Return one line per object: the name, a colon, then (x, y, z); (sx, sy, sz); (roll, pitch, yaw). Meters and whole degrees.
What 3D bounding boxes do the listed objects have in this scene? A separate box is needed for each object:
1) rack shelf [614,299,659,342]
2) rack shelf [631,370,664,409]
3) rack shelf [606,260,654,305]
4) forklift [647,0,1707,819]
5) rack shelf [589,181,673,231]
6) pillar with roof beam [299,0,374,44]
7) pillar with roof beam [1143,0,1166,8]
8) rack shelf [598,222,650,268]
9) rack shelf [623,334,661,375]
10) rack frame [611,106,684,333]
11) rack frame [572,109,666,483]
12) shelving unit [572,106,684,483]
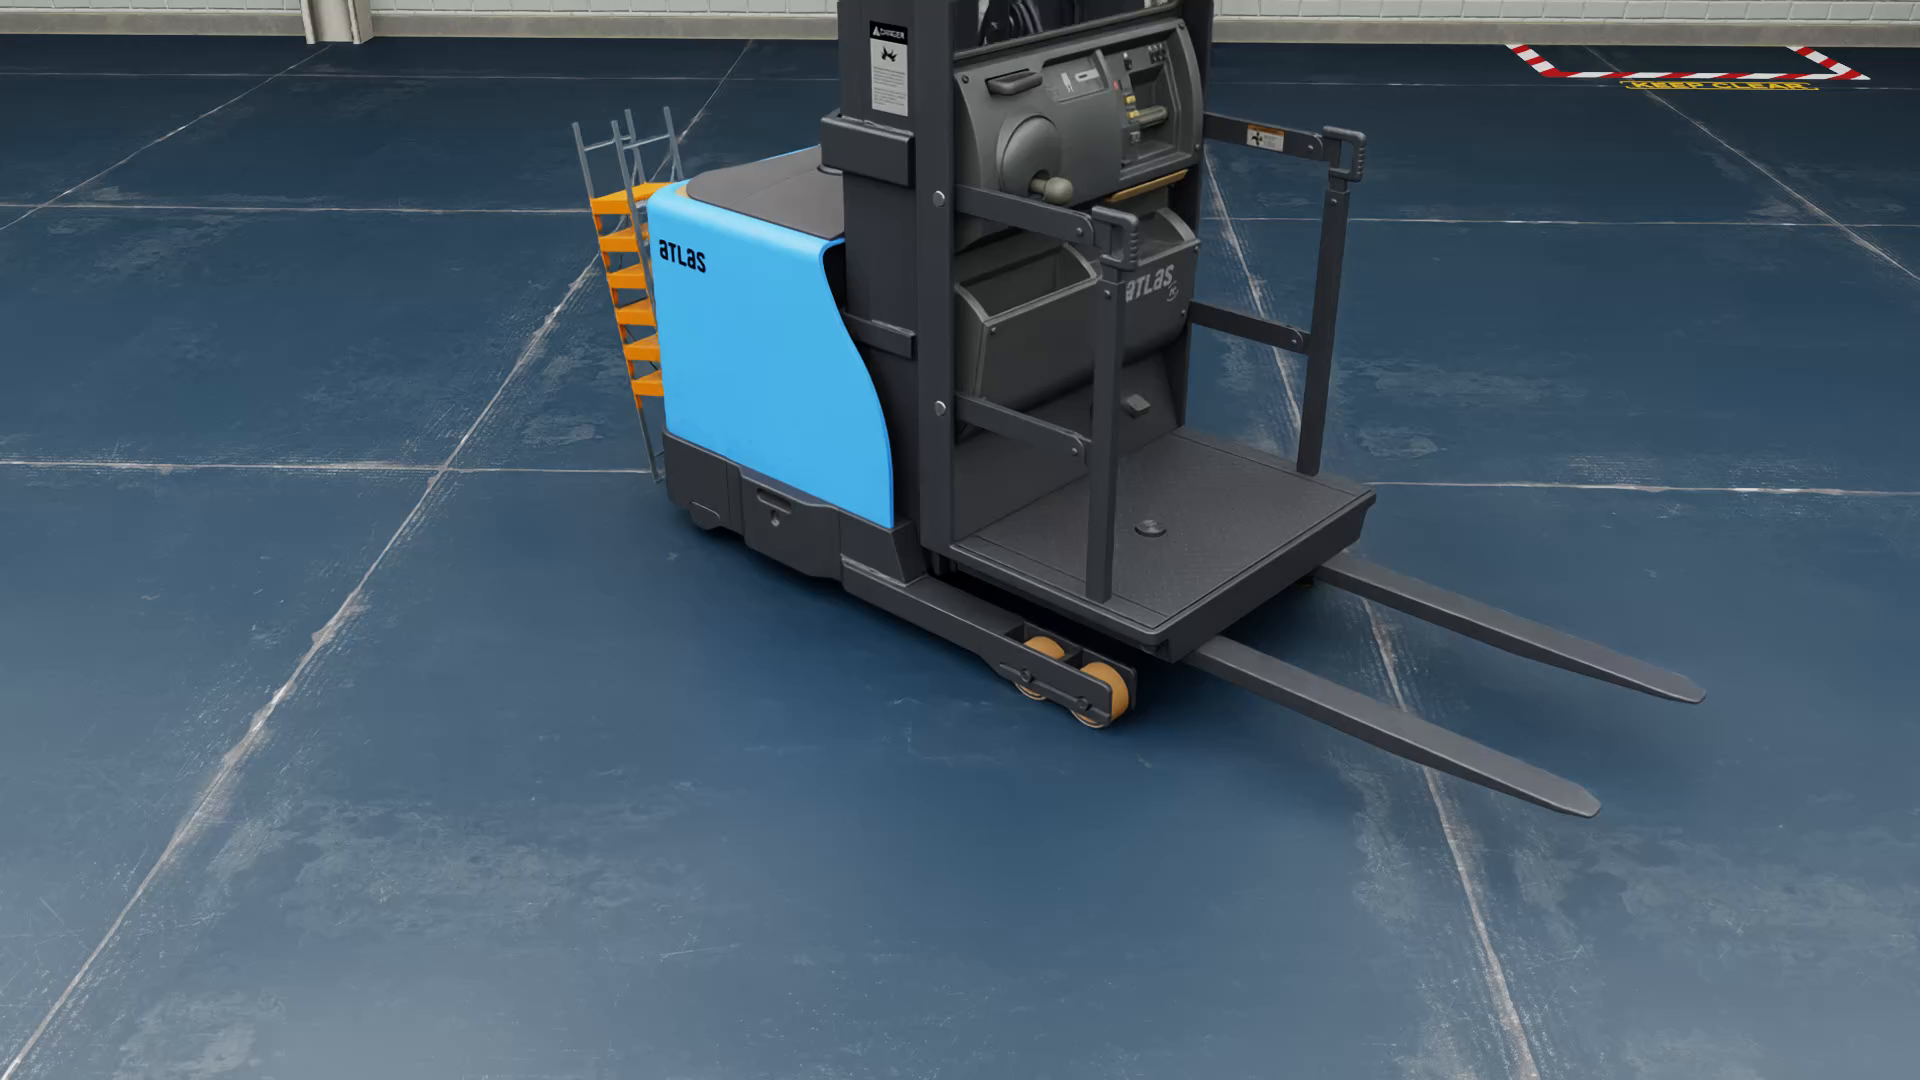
rack shelf: (-0.967, -0.737, 5.436); (0.180, 0.103, 0.258); (8, 27, 37)
rack shelf: (-0.932, -0.516, 5.524); (0.180, 0.103, 0.258); (8, 27, 37)
rack shelf: (-0.985, -0.847, 5.392); (0.180, 0.103, 0.258); (8, 27, 37)
forklift: (0.485, -1.085, 4.167); (3.031, 2.935, 1.130); (23, 36, 36)
rack shelf: (-1.020, -1.068, 5.305); (0.180, 0.103, 0.258); (8, 27, 37)
pillar with roof beam: (-4.671, -5.616, 6.237); (0.400, 9.000, 9.100); (1, 28, 2)
pillar with roof beam: (1.326, -5.517, 6.050); (0.400, 9.000, 9.100); (1, 28, 2)
rack shelf: (-1.002, -0.958, 5.349); (0.180, 0.103, 0.258); (8, 27, 37)
rack shelf: (-0.950, -0.627, 5.480); (0.180, 0.103, 0.258); (8, 27, 37)
rack frame: (-0.902, -0.767, 5.365); (0.006, 1.200, 0.240); (8, 27, 37)
rack frame: (-1.046, -0.788, 5.475); (0.006, 1.200, 0.240); (8, 27, 37)
shelving unit: (-0.974, -0.778, 5.420); (0.189, 1.200, 0.258); (8, 27, 37)
